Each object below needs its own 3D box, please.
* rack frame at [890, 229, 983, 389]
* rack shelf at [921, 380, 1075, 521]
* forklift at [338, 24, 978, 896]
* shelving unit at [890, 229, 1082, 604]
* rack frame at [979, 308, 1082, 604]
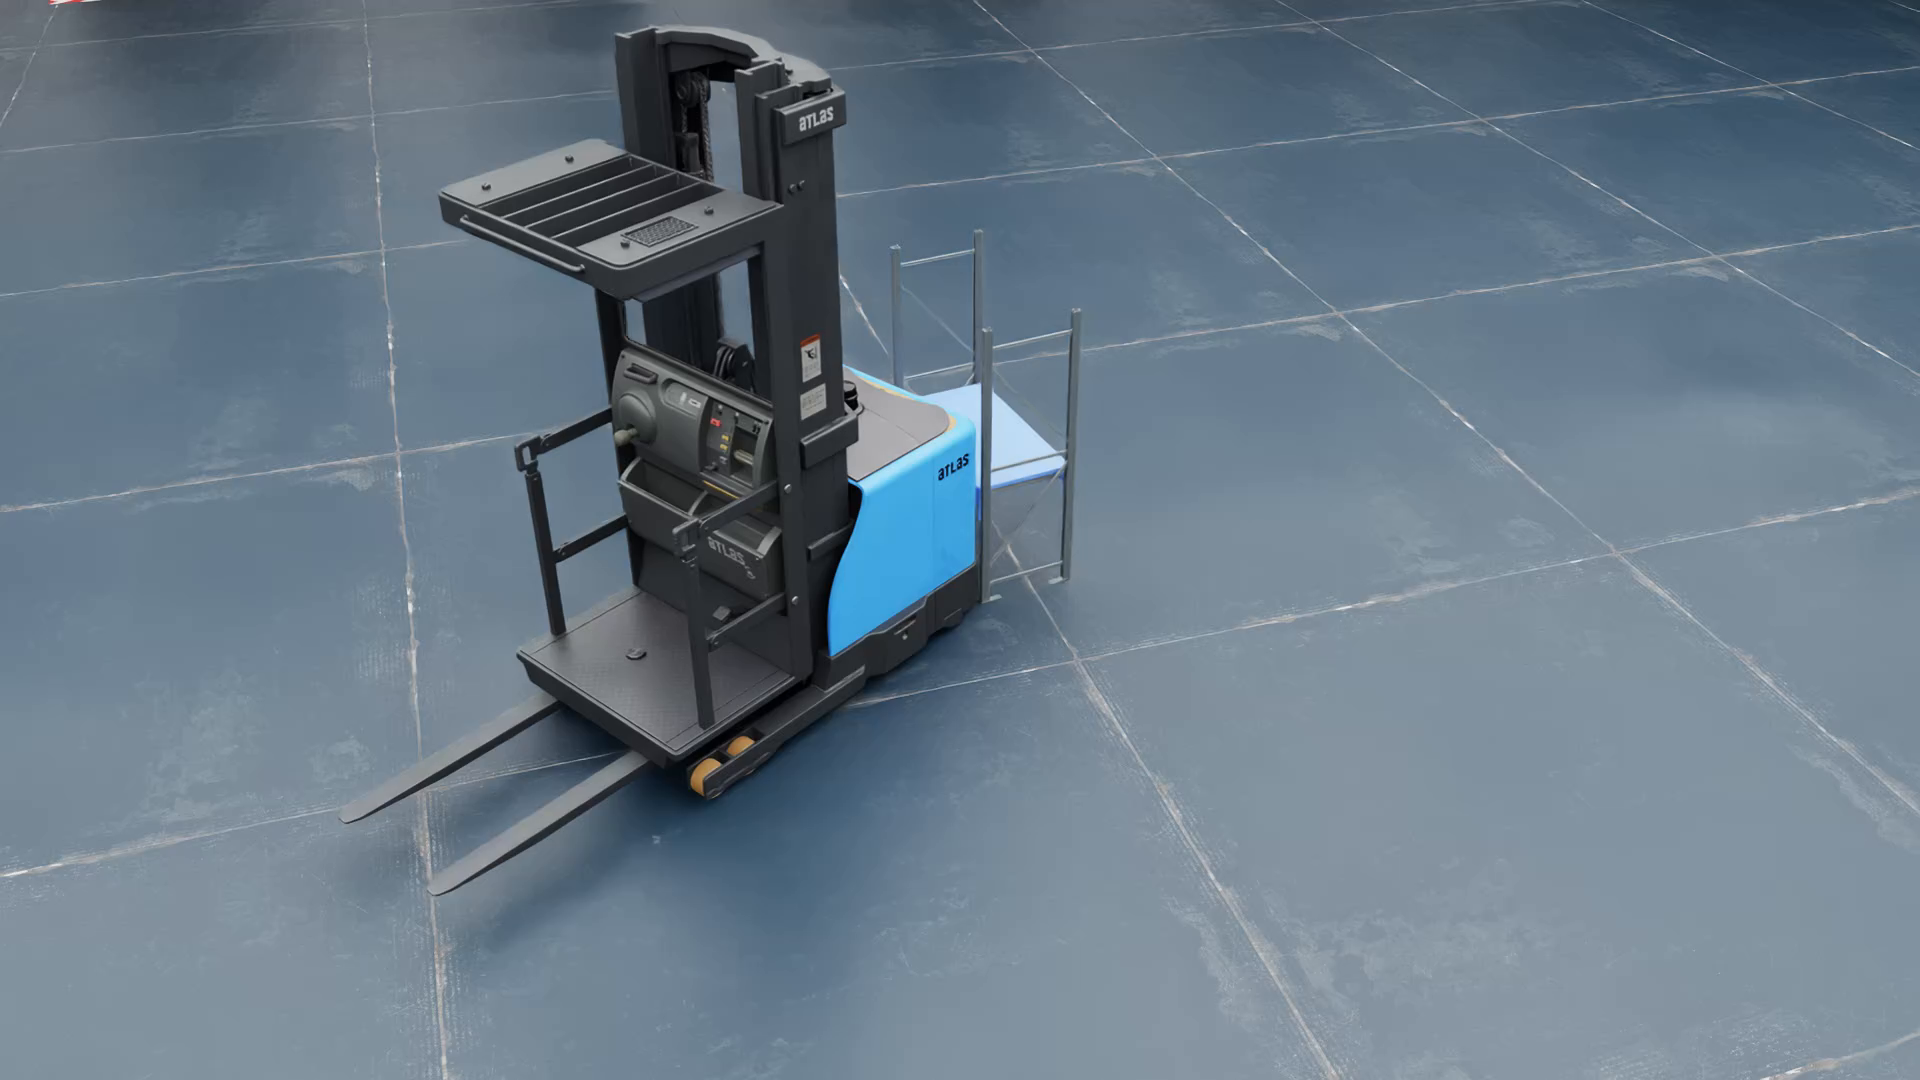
[{"bbox_3d":[-0.114,-0.878,8.719,0.500,1.500,0.032,-15,36,-21],"label":"rack frame"},{"bbox_3d":[0.107,-0.476,8.436,0.538,0.185,1.000,-15,36,-21],"label":"rack shelf"},{"bbox_3d":[-1.255,-0.438,6.755,1.130,2.935,3.031,25,41,33],"label":"forklift"},{"bbox_3d":[0.107,-0.626,8.337,0.538,1.500,1.048,-15,36,-21],"label":"shelving unit"},{"bbox_3d":[0.328,-0.373,7.955,0.500,1.500,0.032,-15,36,-21],"label":"rack frame"}]
